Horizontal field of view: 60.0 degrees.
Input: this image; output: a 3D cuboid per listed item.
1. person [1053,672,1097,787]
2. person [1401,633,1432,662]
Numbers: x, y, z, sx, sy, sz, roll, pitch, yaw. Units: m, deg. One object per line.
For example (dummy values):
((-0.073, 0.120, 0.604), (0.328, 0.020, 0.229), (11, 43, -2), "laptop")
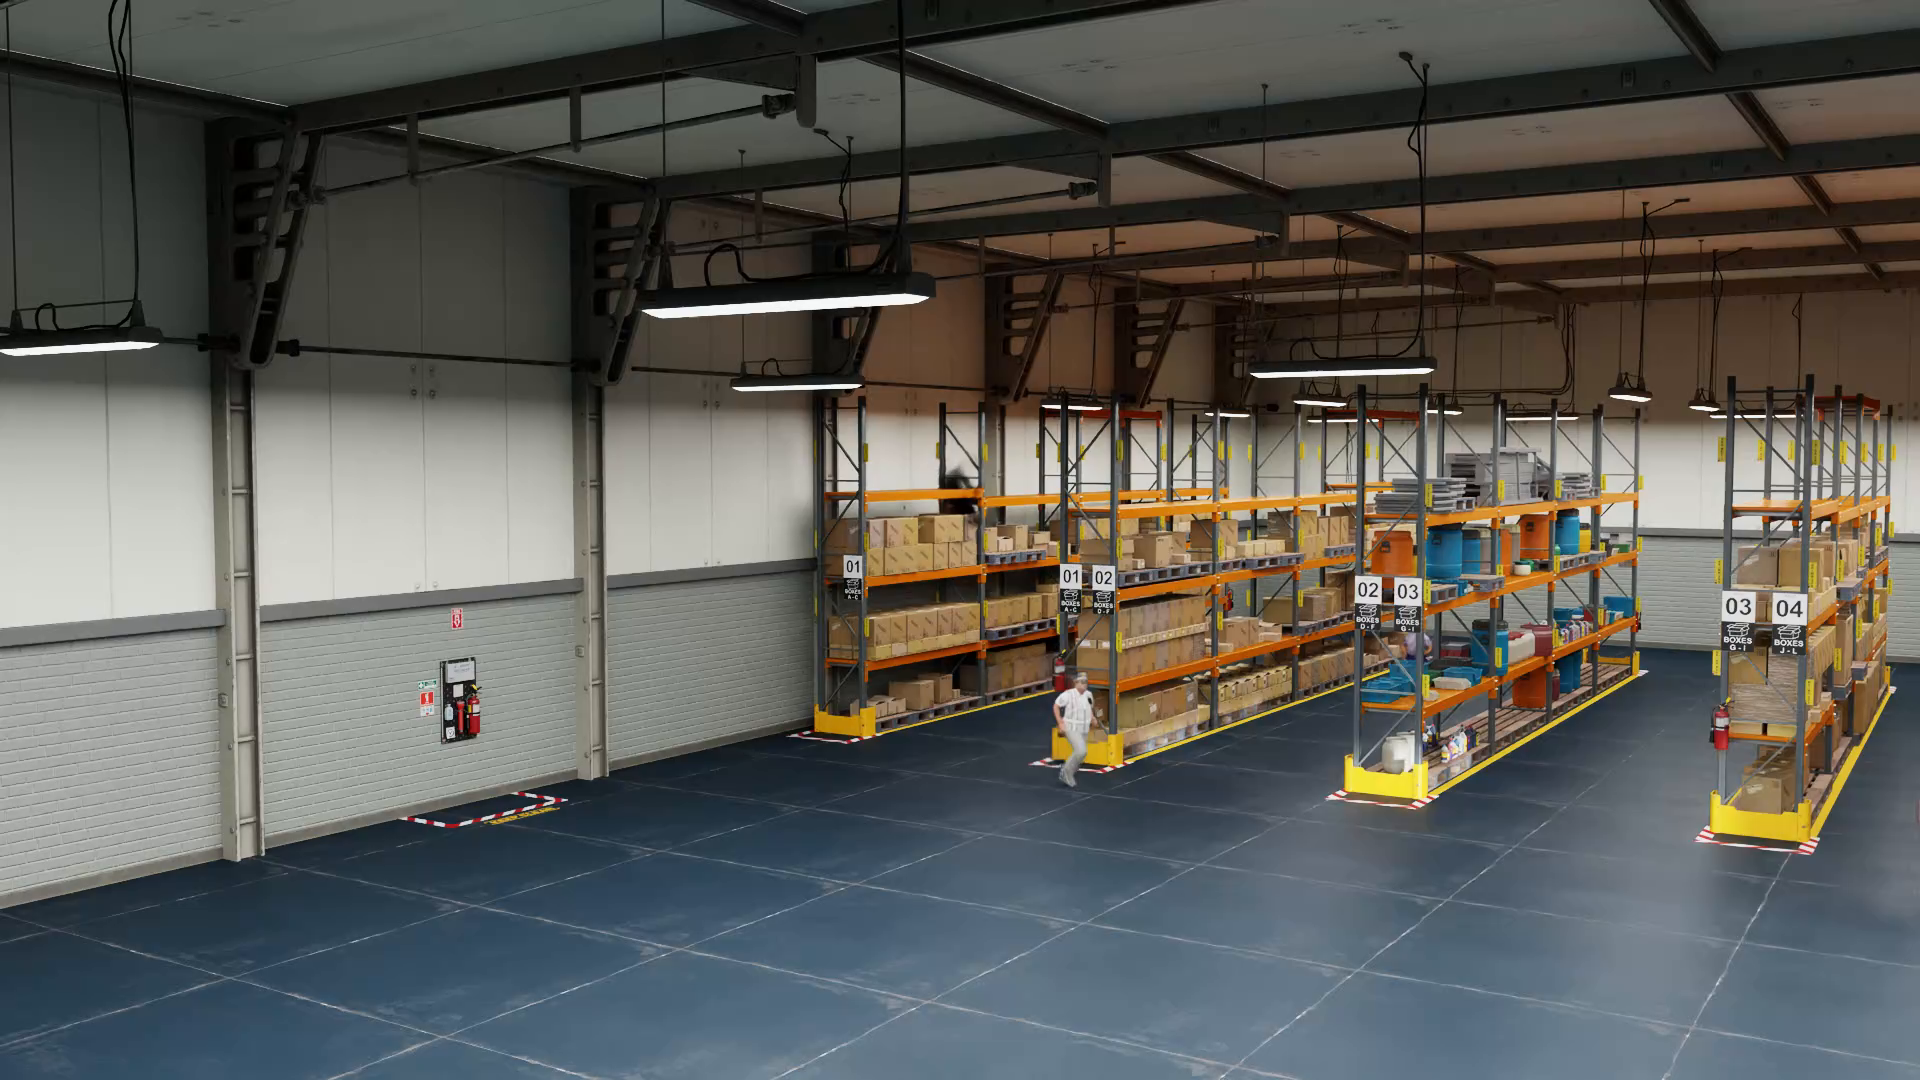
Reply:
((1.756, 2.824, 24.897), (0.582, 1.725, 0.771), (-2, 4, -39), "person")
((9.194, 2.447, 33.539), (0.611, 1.588, 0.609), (1, 3, 23), "person")
